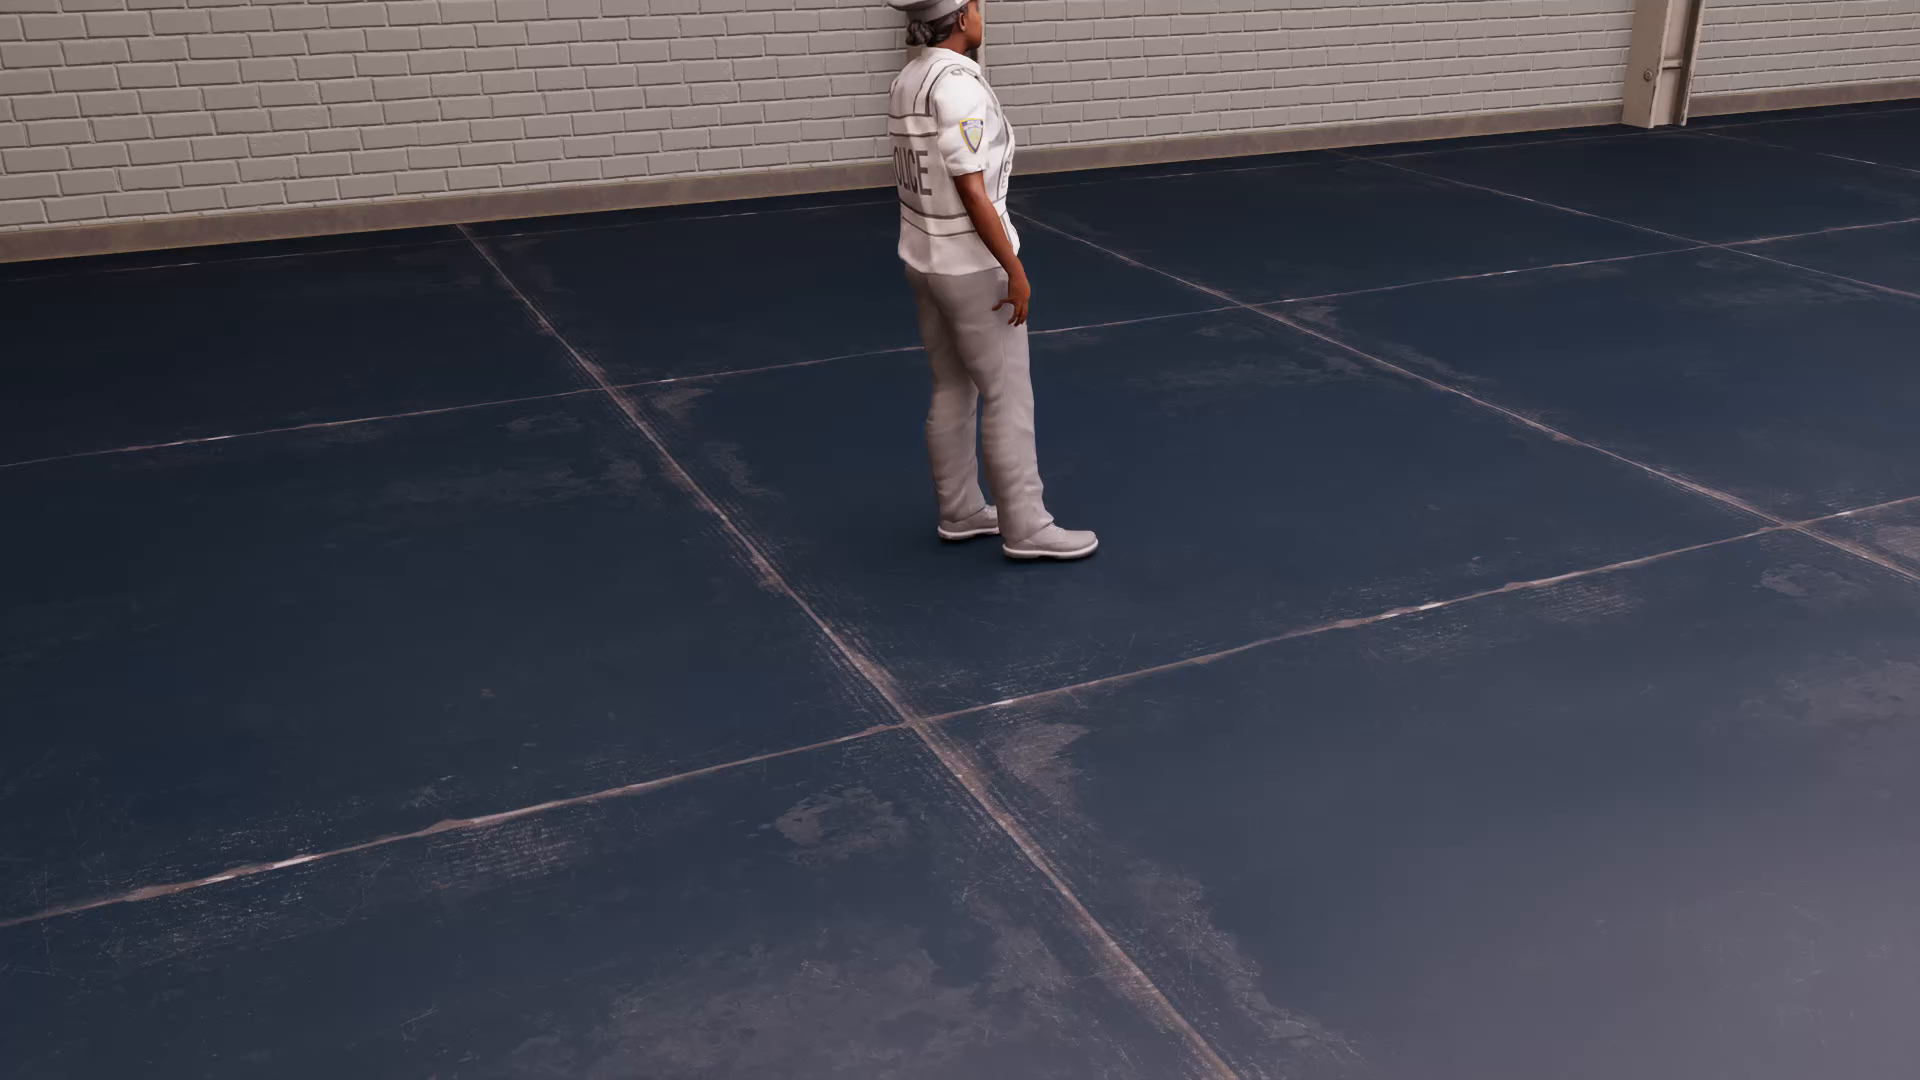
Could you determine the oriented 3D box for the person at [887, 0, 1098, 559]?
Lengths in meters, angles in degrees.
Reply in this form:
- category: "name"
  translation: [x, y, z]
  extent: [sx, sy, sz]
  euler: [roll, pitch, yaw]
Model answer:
- category: "person"
  translation: [0.077, -0.794, 4.792]
  extent: [0.528, 1.695, 0.569]
  euler: [-10, 25, -23]
